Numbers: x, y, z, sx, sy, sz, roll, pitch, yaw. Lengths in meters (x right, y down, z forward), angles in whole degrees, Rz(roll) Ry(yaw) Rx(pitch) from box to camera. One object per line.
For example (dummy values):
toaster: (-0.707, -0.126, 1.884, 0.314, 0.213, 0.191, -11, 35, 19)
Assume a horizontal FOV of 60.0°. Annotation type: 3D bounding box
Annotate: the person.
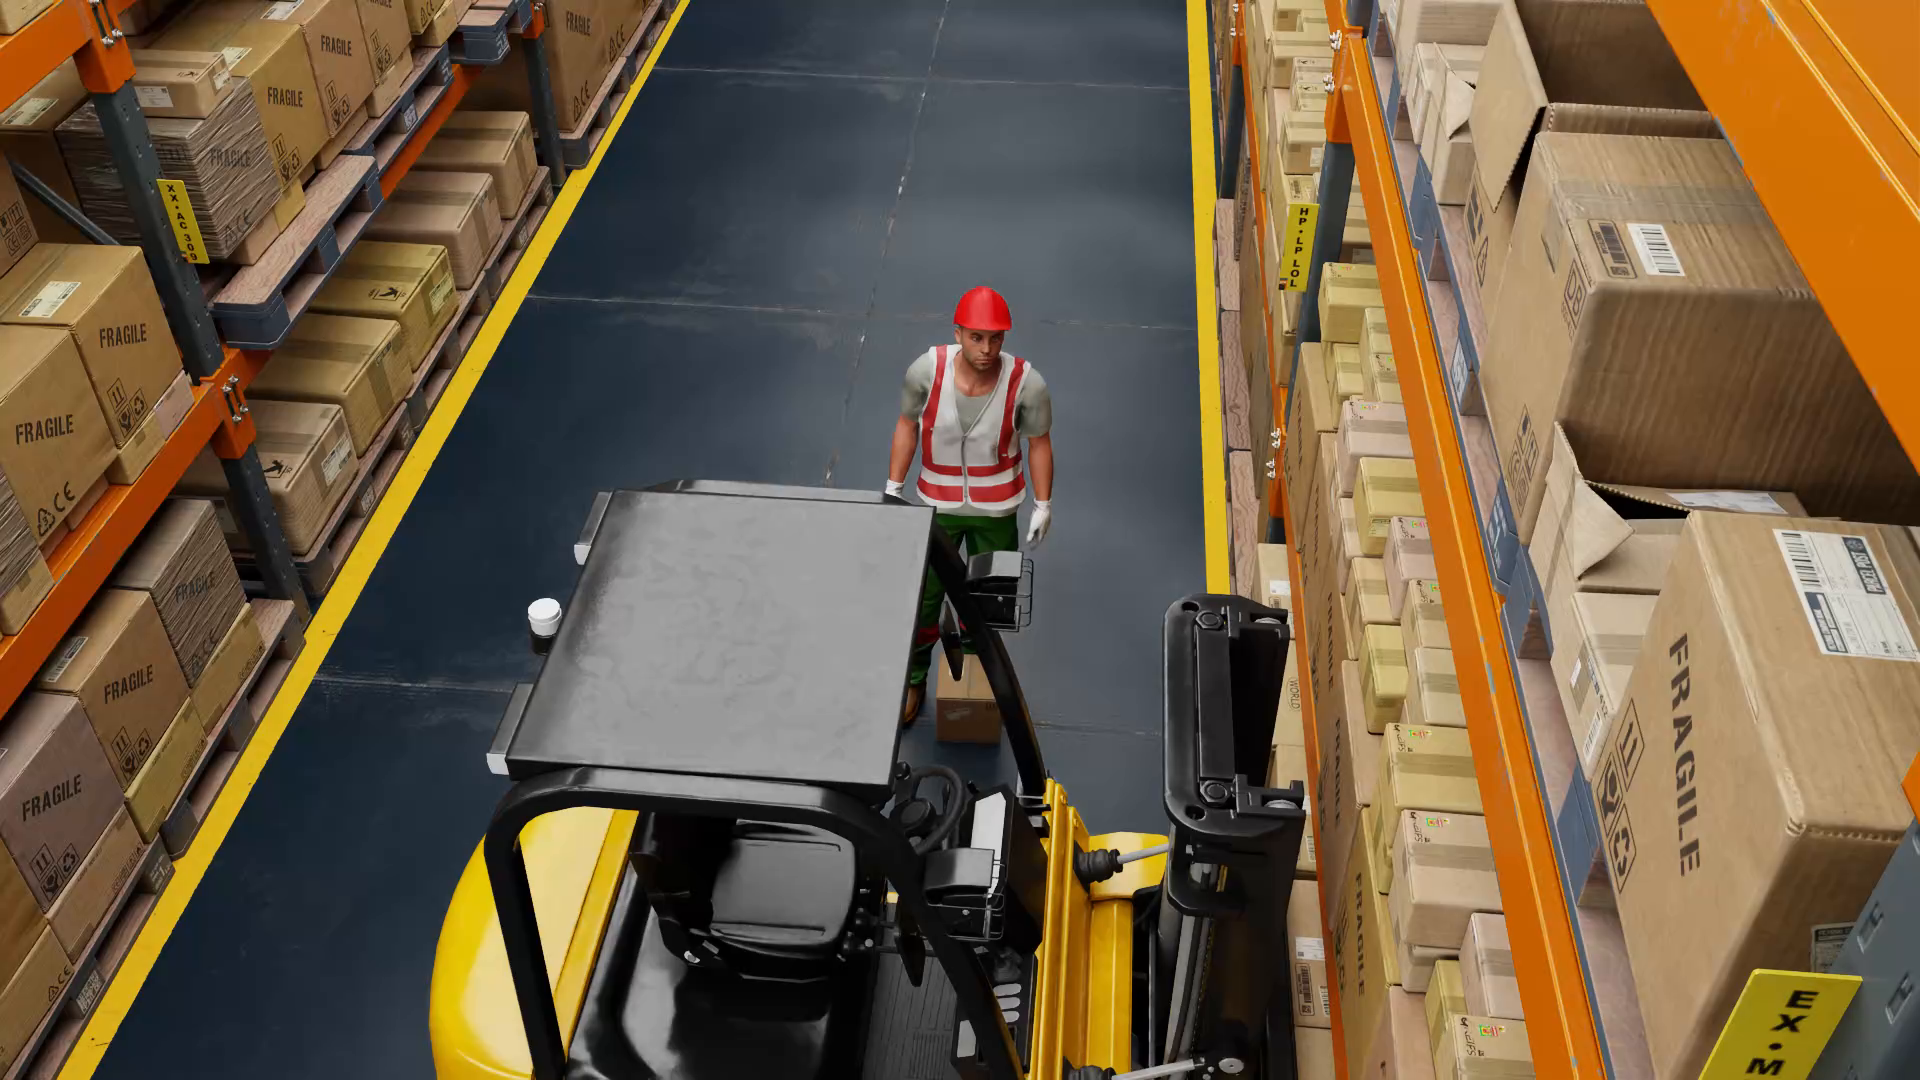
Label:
person: (0.023, -0.093, 6.234, 0.638, 1.791, 0.561, 3, 40, 4)
